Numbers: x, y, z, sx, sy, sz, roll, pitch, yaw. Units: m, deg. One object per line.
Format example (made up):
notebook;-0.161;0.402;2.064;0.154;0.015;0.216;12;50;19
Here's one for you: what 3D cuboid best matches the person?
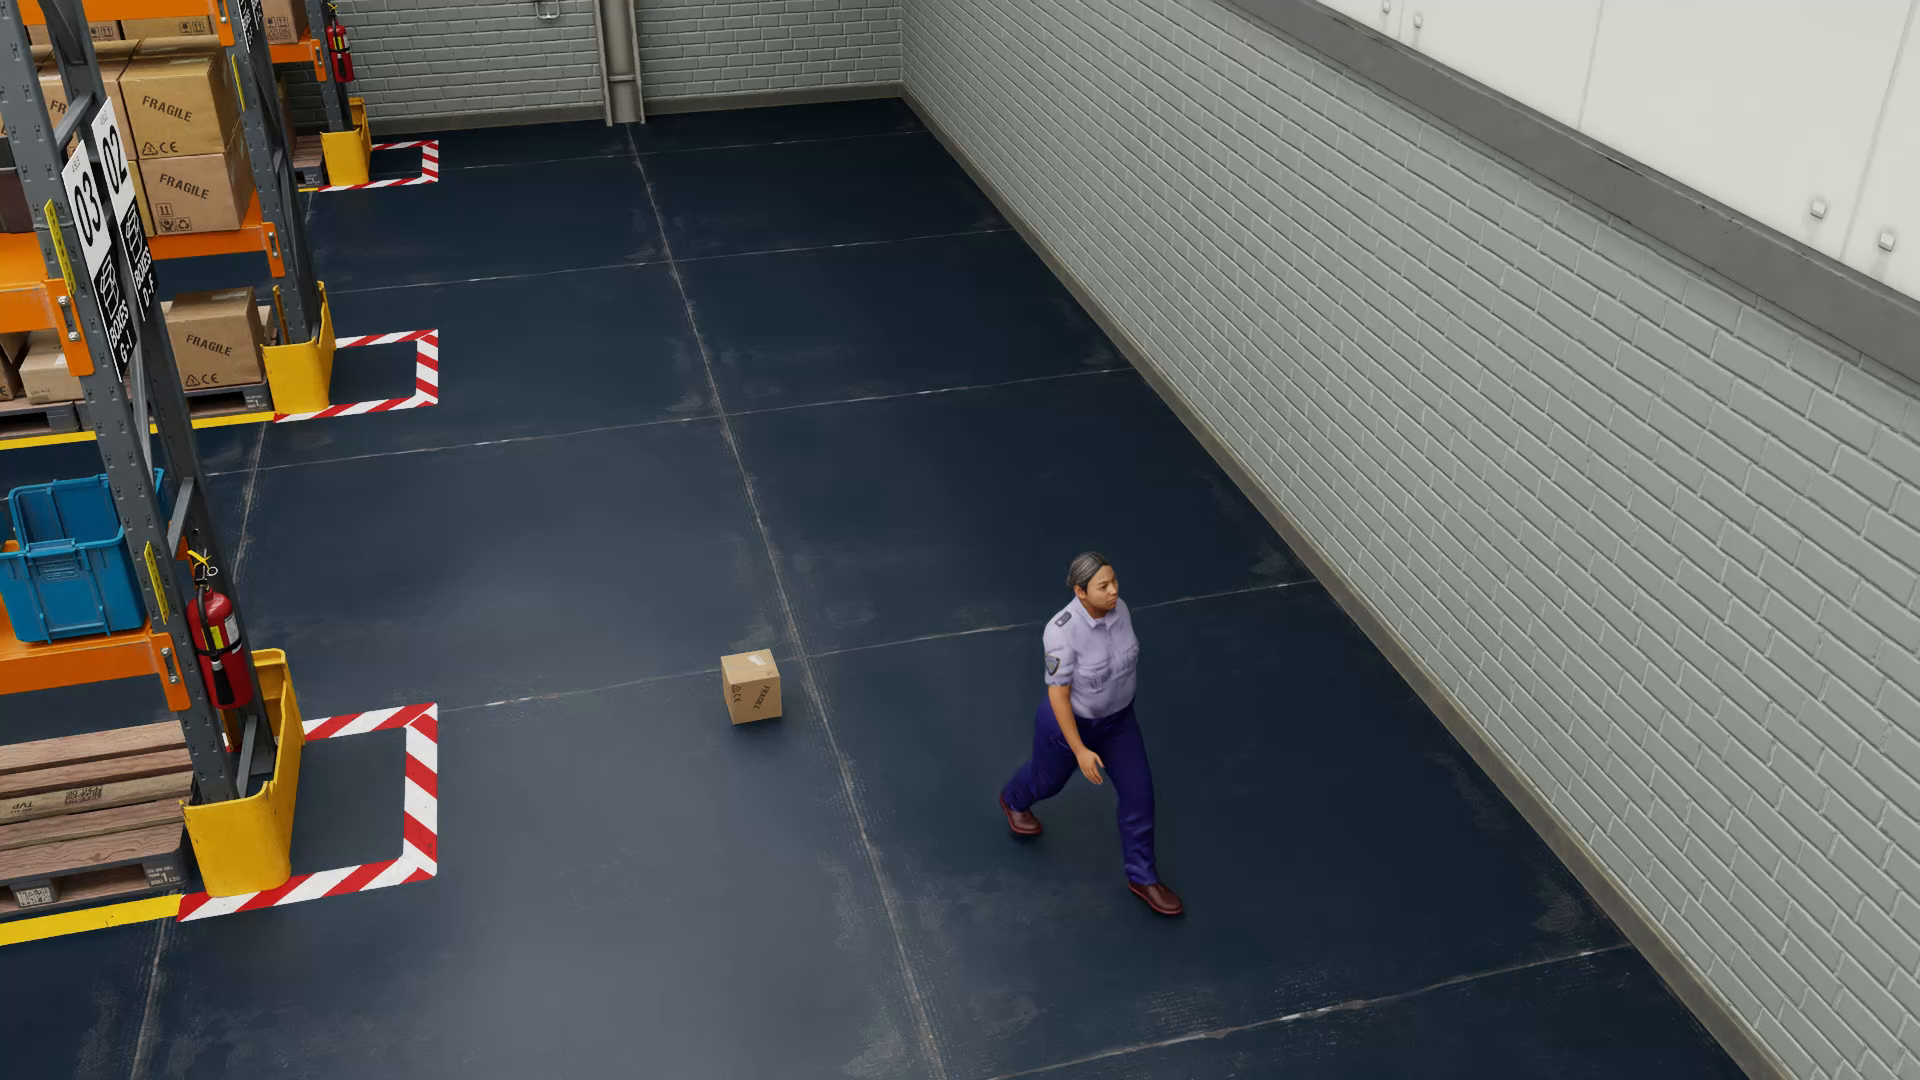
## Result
person;0.535;0.760;6.963;0.467;1.588;1.021;-20;36;-30
